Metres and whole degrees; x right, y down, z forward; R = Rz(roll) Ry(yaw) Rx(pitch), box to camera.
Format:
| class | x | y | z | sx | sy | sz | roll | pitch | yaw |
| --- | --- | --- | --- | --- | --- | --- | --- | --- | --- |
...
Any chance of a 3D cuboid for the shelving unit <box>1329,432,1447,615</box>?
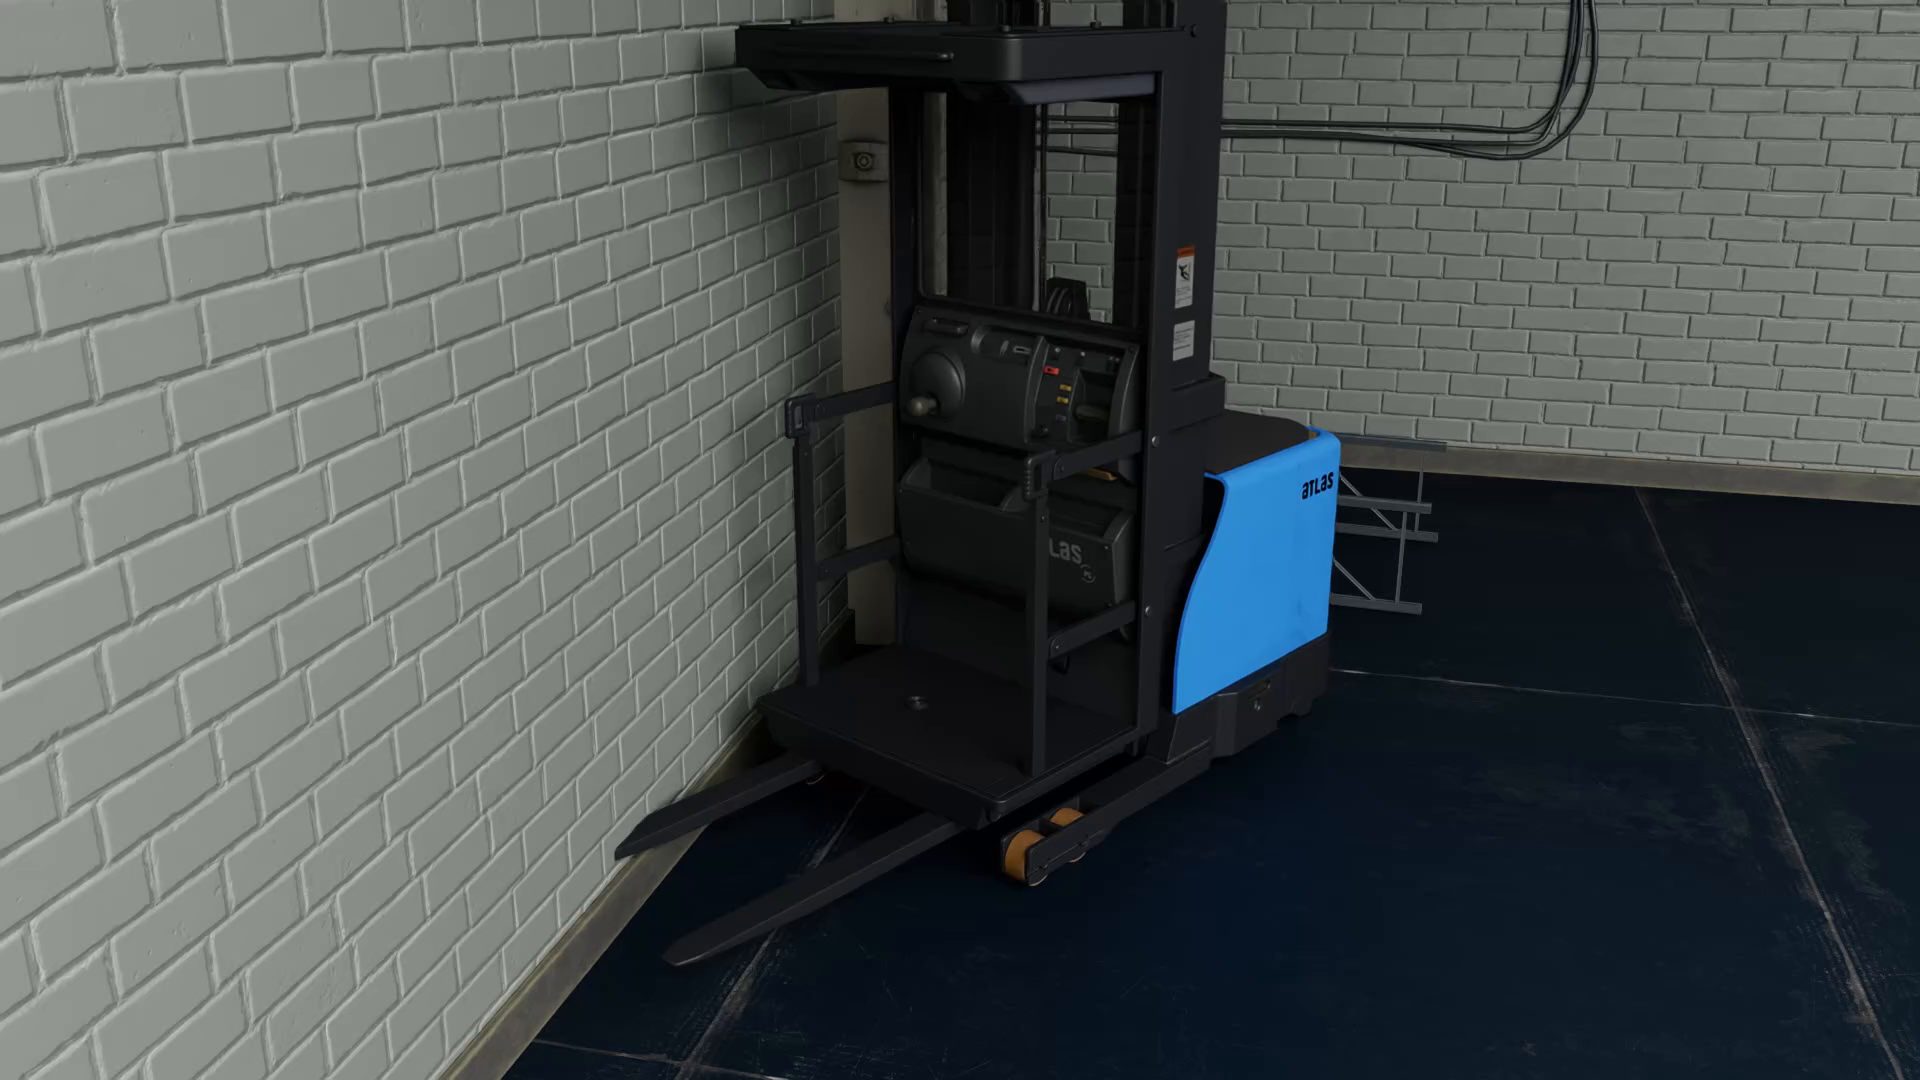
| class | x | y | z | sx | sy | sz | roll | pitch | yaw |
| --- | --- | --- | --- | --- | --- | --- | --- | --- | --- |
| shelving unit | 1.451 | -0.151 | 7.798 | 1.500 | 0.538 | 1.048 | 6 | 20 | 18 |

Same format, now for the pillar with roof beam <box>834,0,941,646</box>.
| class | x | y | z | sx | sy | sz | roll | pitch | yaw |
| --- | --- | --- | --- | --- | --- | --- | --- | --- | --- |
| pillar with roof beam | 3.902 | -3.541 | 4.632 | 9.100 | 9.000 | 0.400 | 5 | 19 | 13 |

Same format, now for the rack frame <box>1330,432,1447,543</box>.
| class | x | y | z | sx | sy | sz | roll | pitch | yaw |
| --- | --- | --- | --- | --- | --- | --- | --- | --- | --- |
| rack frame | 1.617 | -0.307 | 8.252 | 1.500 | 0.500 | 0.032 | 6 | 20 | 18 |

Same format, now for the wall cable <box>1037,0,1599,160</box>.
| class | x | y | z | sx | sy | sz | roll | pitch | yaw |
| --- | --- | --- | --- | --- | --- | --- | --- | --- | --- |
| wall cable | 1.729 | -3.230 | 8.527 | 3.097 | 2.526 | 0.112 | 5 | 19 | 13 |

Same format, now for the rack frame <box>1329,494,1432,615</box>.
| class | x | y | z | sx | sy | sz | roll | pitch | yaw |
| --- | --- | --- | --- | --- | --- | --- | --- | --- | --- |
| rack frame | 1.285 | 0.004 | 7.343 | 1.500 | 0.500 | 0.032 | 6 | 20 | 18 |

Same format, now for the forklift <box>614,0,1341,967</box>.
| class | x | y | z | sx | sy | sz | roll | pitch | yaw |
| --- | --- | --- | --- | --- | --- | --- | --- | --- | --- |
| forklift | 0.034 | -0.514 | 5.158 | 1.130 | 2.935 | 3.031 | 16 | 25 | 39 |
